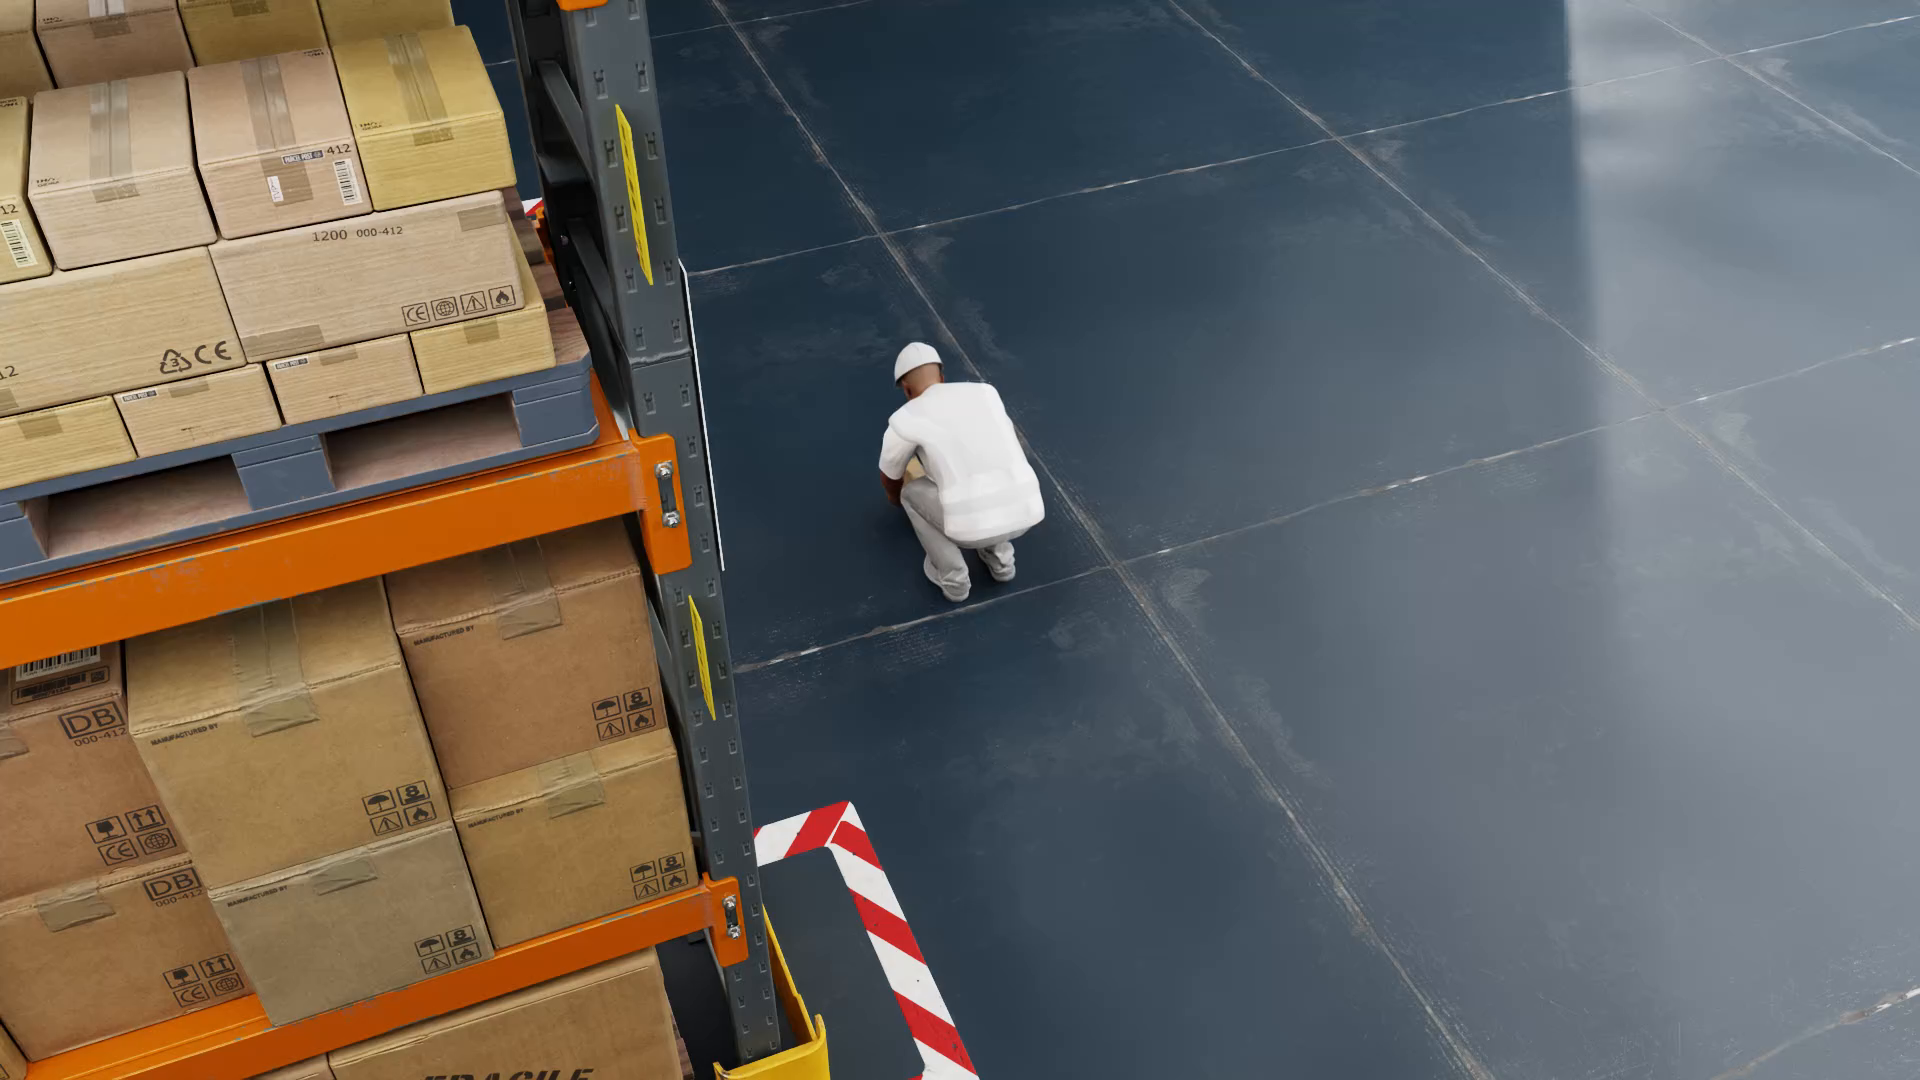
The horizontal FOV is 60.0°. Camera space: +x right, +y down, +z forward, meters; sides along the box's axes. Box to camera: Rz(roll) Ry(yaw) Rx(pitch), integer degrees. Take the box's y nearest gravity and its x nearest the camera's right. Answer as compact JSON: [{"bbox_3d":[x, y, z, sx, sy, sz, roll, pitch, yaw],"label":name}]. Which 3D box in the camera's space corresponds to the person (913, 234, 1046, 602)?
[{"bbox_3d":[0.029,-0.536,6.752,0.503,1.760,0.586,-14,44,-16],"label":"person"}]
